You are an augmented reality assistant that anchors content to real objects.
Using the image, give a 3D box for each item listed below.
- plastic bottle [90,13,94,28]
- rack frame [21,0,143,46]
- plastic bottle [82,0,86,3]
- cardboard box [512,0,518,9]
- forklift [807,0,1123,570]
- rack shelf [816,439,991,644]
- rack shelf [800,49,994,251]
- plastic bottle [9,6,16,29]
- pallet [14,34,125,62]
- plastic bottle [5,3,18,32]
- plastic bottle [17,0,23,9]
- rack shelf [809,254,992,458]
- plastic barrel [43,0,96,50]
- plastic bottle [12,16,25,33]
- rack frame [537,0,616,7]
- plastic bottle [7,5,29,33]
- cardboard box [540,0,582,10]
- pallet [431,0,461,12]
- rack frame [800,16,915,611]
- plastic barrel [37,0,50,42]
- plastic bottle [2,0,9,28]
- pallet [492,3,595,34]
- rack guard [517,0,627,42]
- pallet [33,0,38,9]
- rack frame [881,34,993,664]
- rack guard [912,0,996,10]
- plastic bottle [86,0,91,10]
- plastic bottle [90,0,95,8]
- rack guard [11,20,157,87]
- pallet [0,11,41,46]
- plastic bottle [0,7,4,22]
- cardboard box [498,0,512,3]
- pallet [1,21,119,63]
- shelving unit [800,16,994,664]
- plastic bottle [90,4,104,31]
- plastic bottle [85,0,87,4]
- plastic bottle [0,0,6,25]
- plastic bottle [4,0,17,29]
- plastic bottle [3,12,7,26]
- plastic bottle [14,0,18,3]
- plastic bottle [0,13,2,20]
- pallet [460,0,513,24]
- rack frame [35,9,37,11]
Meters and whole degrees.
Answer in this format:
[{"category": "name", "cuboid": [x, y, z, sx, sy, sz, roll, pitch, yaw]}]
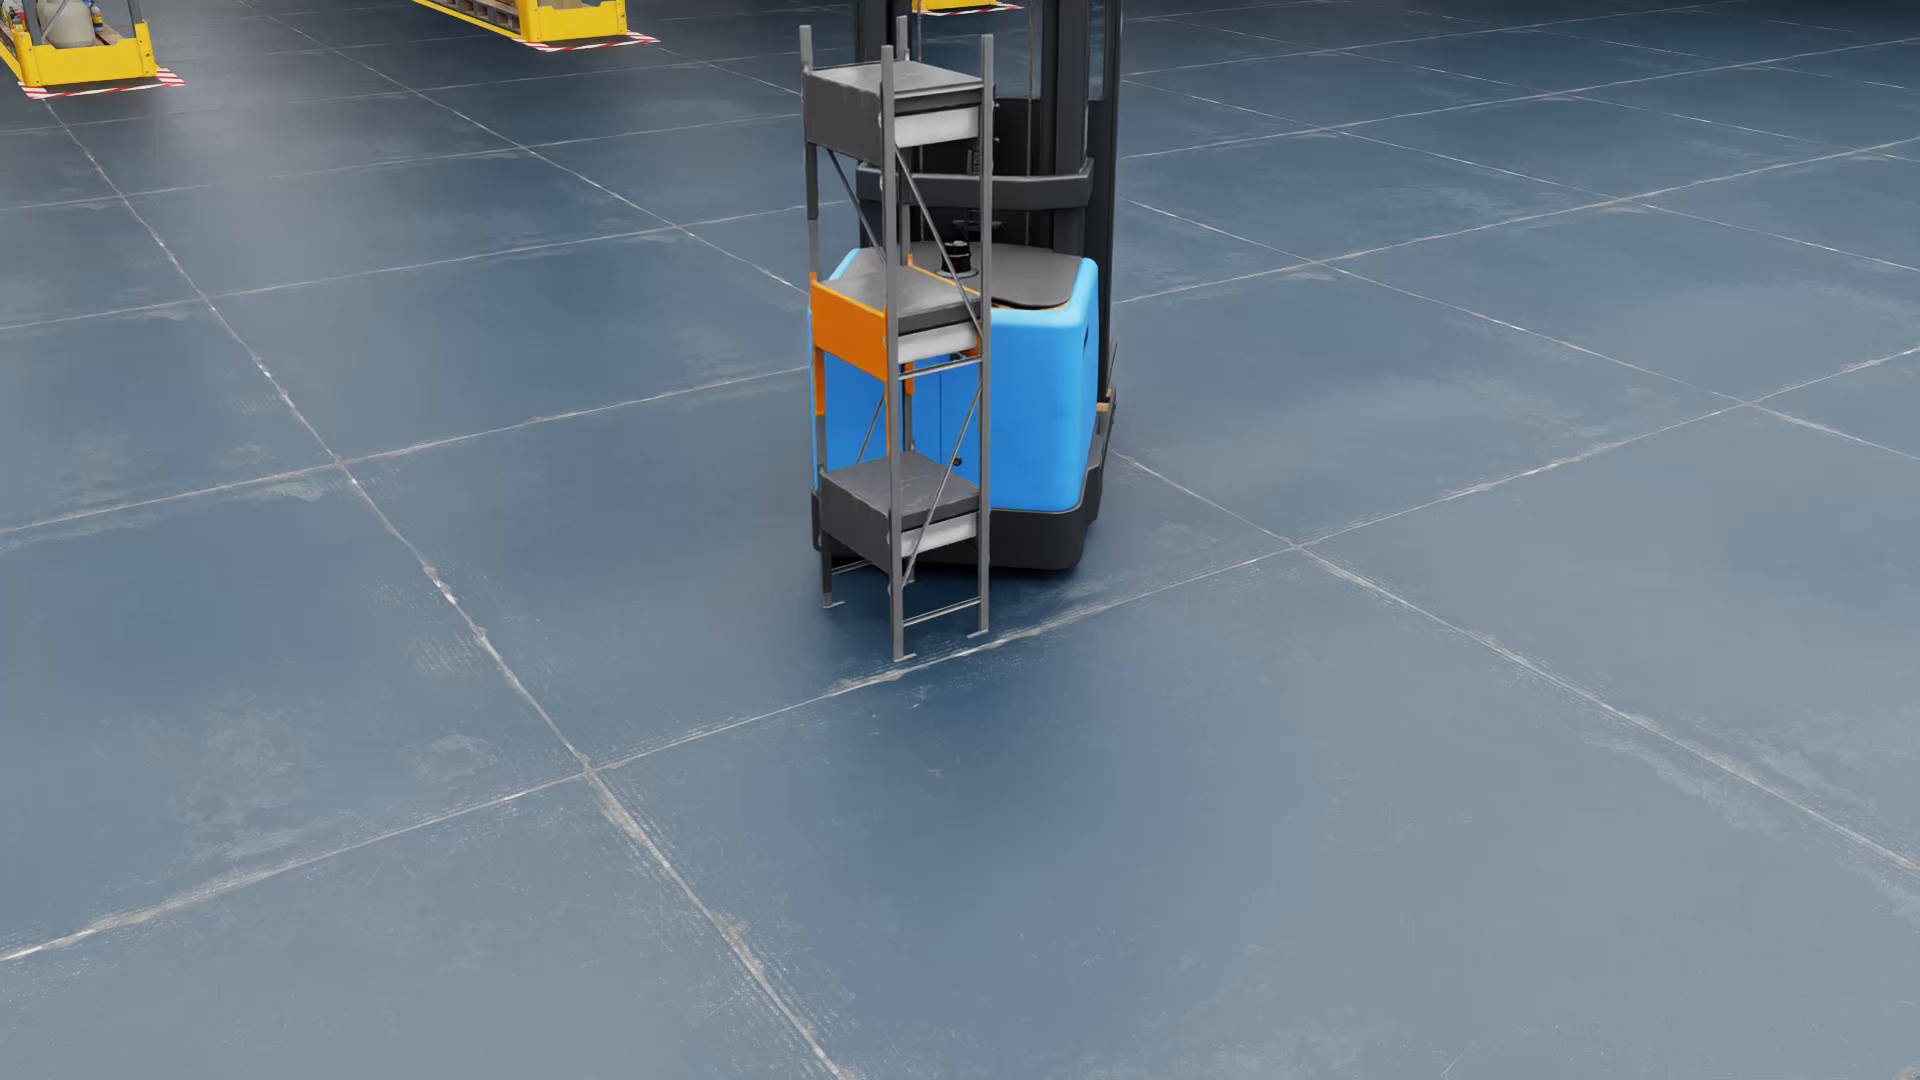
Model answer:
[{"category": "plastic bottle", "cuboid": [-9.257, -5.574, 17.807, 0.097, 0.201, 0.097, 0, 25, 0]}, {"category": "rack frame", "cuboid": [-8.472, -5.883, 15.697, 1.000, 3.000, 0.127, -16, 29, -30]}, {"category": "plastic bottle", "cuboid": [-9.553, -5.800, 18.202, 0.097, 0.271, 0.097, 0, 25, 0]}, {"category": "cardboard box", "cuboid": [-5.004, -6.529, 19.504, 0.500, 0.500, 0.500, -8, 26, -16]}, {"category": "forklift", "cuboid": [0.149, -1.811, 7.153, 1.130, 2.935, 3.031, 4, 26, 8]}, {"category": "rack shelf", "cuboid": [-0.205, -0.005, 5.972, 0.431, 0.518, 0.480, -16, 30, -31]}, {"category": "rack shelf", "cuboid": [-0.205, -1.271, 5.375, 0.431, 0.518, 0.480, -16, 30, -31]}, {"category": "plastic bottle", "cuboid": [-9.921, -5.445, 17.438, 0.061, 0.283, 0.133, -15, 29, -28]}, {"category": "pallet", "cuboid": [-8.992, -4.930, 16.945, 1.003, 0.211, 1.213, -16, 29, -30]}, {"category": "plastic bottle", "cuboid": [-10.032, -5.551, 17.670, 0.152, 0.276, 0.135, -16, 30, -31]}, {"category": "plastic bottle", "cuboid": [-10.117, -5.719, 18.026, 0.152, 0.276, 0.135, -16, 29, -30]}, {"category": "rack shelf", "cuboid": [-0.205, -0.638, 5.673, 0.431, 0.518, 0.480, -16, 30, -31]}, {"category": "plastic barrel", "cuboid": [-8.895, -5.165, 16.600, 0.421, 0.512, 0.421, 0, 25, 0]}, {"category": "plastic bottle", "cuboid": [-9.842, -5.371, 17.376, 0.097, 0.201, 0.097, 0, 25, 0]}, {"category": "rack frame", "cuboid": [-4.322, -7.037, 18.142, 1.000, 3.000, 0.127, -16, 29, -30]}, {"category": "plastic bottle", "cuboid": [-9.957, -5.501, 17.564, 0.152, 0.276, 0.135, -15, 29, -29]}, {"category": "cardboard box", "cuboid": [-4.649, -6.324, 19.068, 0.500, 0.500, 0.500, -10, 27, -20]}, {"category": "pallet", "cuboid": [-6.110, -6.975, 21.277, 1.003, 0.211, 1.213, -16, 29, -30]}, {"category": "rack frame", "cuboid": [-0.343, -0.736, 5.849, 0.400, 2.100, 0.015, -16, 30, -31]}, {"category": "plastic barrel", "cuboid": [-9.169, -5.344, 16.980, 0.421, 0.512, 0.421, 0, 25, 0]}, {"category": "plastic bottle", "cuboid": [-10.228, -5.709, 17.918, 0.144, 0.351, 0.185, -16, 30, -30]}, {"category": "pallet", "cuboid": [-4.778, -6.102, 19.428, 1.003, 0.211, 1.213, -16, 29, -30]}, {"category": "rack guard", "cuboid": [-4.364, -5.934, 18.734, 1.175, 0.500, 0.348, -16, 29, -30]}, {"category": "pallet", "cuboid": [-11.117, -6.324, 19.899, 1.003, 0.211, 1.213, -16, 29, -30]}, {"category": "rack frame", "cuboid": [-0.066, -0.564, 5.486, 0.400, 2.100, 0.015, -16, 30, -31]}, {"category": "rack guard", "cuboid": [-0.098, -7.018, 21.030, 1.175, 0.500, 0.348, -16, 29, -30]}, {"category": "plastic bottle", "cuboid": [-9.388, -5.691, 17.973, 0.097, 0.271, 0.097, 0, 25, 0]}, {"category": "plastic bottle", "cuboid": [-9.309, -5.660, 17.891, 0.061, 0.283, 0.133, -15, 29, -29]}, {"category": "rack guard", "cuboid": [-8.553, -4.768, 16.265, 1.175, 0.500, 0.348, -16, 29, -30]}, {"category": "pallet", "cuboid": [-10.324, -5.802, 18.794, 1.003, 0.211, 1.213, -16, 29, -30]}, {"category": "plastic bottle", "cuboid": [-10.460, -5.861, 18.240, 0.144, 0.351, 0.185, -17, 30, -32]}, {"category": "cardboard box", "cuboid": [-5.330, -6.758, 19.988, 0.500, 0.500, 0.500, -13, 28, -25]}, {"category": "pallet", "cuboid": [-9.654, -5.366, 17.869, 1.003, 0.211, 1.213, -16, 29, -30]}, {"category": "shelving unit", "cuboid": [-0.205, -0.650, 5.668, 0.431, 2.100, 0.503, -16, 30, -31]}, {"category": "plastic bottle", "cuboid": [-9.201, -5.569, 17.713, 0.097, 0.271, 0.097, 0, 25, 0]}, {"category": "plastic bottle", "cuboid": [-9.442, -5.727, 18.049, 0.097, 0.271, 0.097, 0, 25, 0]}, {"category": "plastic bottle", "cuboid": [-10.404, -5.762, 18.109, 0.061, 0.283, 0.133, -14, 29, -27]}, {"category": "plastic bottle", "cuboid": [-10.126, -5.643, 17.777, 0.144, 0.351, 0.185, -14, 29, -27]}, {"category": "plastic bottle", "cuboid": [-10.325, -5.687, 18.046, 0.097, 0.201, 0.097, 0, 25, 0]}, {"category": "plastic bottle", "cuboid": [-10.382, -5.869, 18.350, 0.097, 0.271, 0.097, 0, 25, 0]}, {"category": "plastic bottle", "cuboid": [-10.563, -5.929, 18.383, 0.144, 0.351, 0.185, -15, 29, -28]}, {"category": "pallet", "cuboid": [-5.439, -6.538, 20.352, 1.003, 0.211, 1.213, -16, 29, -30]}, {"category": "rack frame", "cuboid": [-10.656, -7.313, 18.728, 1.000, 3.000, 0.127, -16, 29, -30]}]
